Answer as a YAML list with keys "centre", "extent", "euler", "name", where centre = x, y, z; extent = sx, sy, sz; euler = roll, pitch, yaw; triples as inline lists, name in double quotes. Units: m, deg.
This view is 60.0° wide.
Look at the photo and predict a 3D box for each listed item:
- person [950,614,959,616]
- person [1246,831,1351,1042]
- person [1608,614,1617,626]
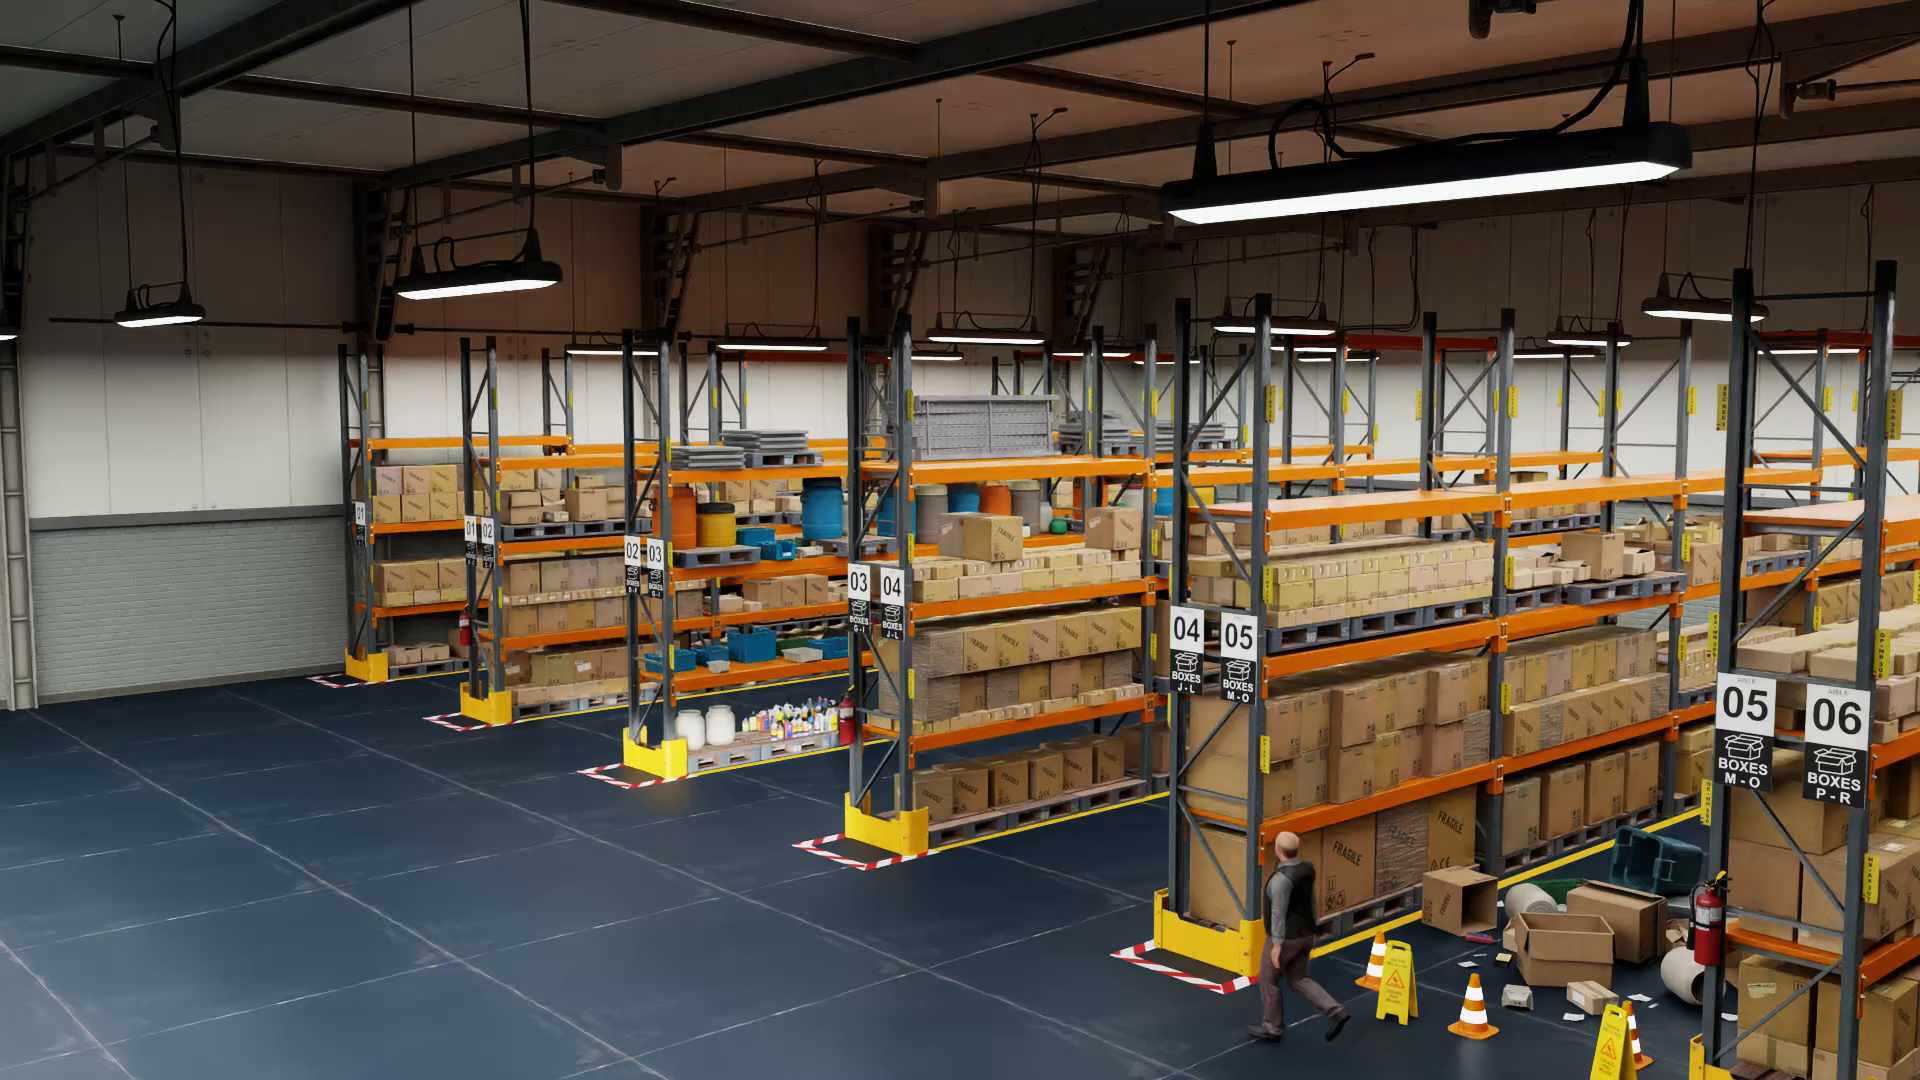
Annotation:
- centre: [-0.058, 1.559, 30.942]
  extent: [0.612, 1.689, 0.652]
  euler: [-3, 6, -33]
  name: "person"
- centre: [2.666, 3.142, 13.103]
  extent: [0.819, 1.694, 0.559]
  euler: [5, 7, 41]
  name: "person"
- centre: [10.313, 1.982, 26.490]
  extent: [0.436, 1.667, 0.524]
  euler: [-2, 5, -17]
  name: "person"
